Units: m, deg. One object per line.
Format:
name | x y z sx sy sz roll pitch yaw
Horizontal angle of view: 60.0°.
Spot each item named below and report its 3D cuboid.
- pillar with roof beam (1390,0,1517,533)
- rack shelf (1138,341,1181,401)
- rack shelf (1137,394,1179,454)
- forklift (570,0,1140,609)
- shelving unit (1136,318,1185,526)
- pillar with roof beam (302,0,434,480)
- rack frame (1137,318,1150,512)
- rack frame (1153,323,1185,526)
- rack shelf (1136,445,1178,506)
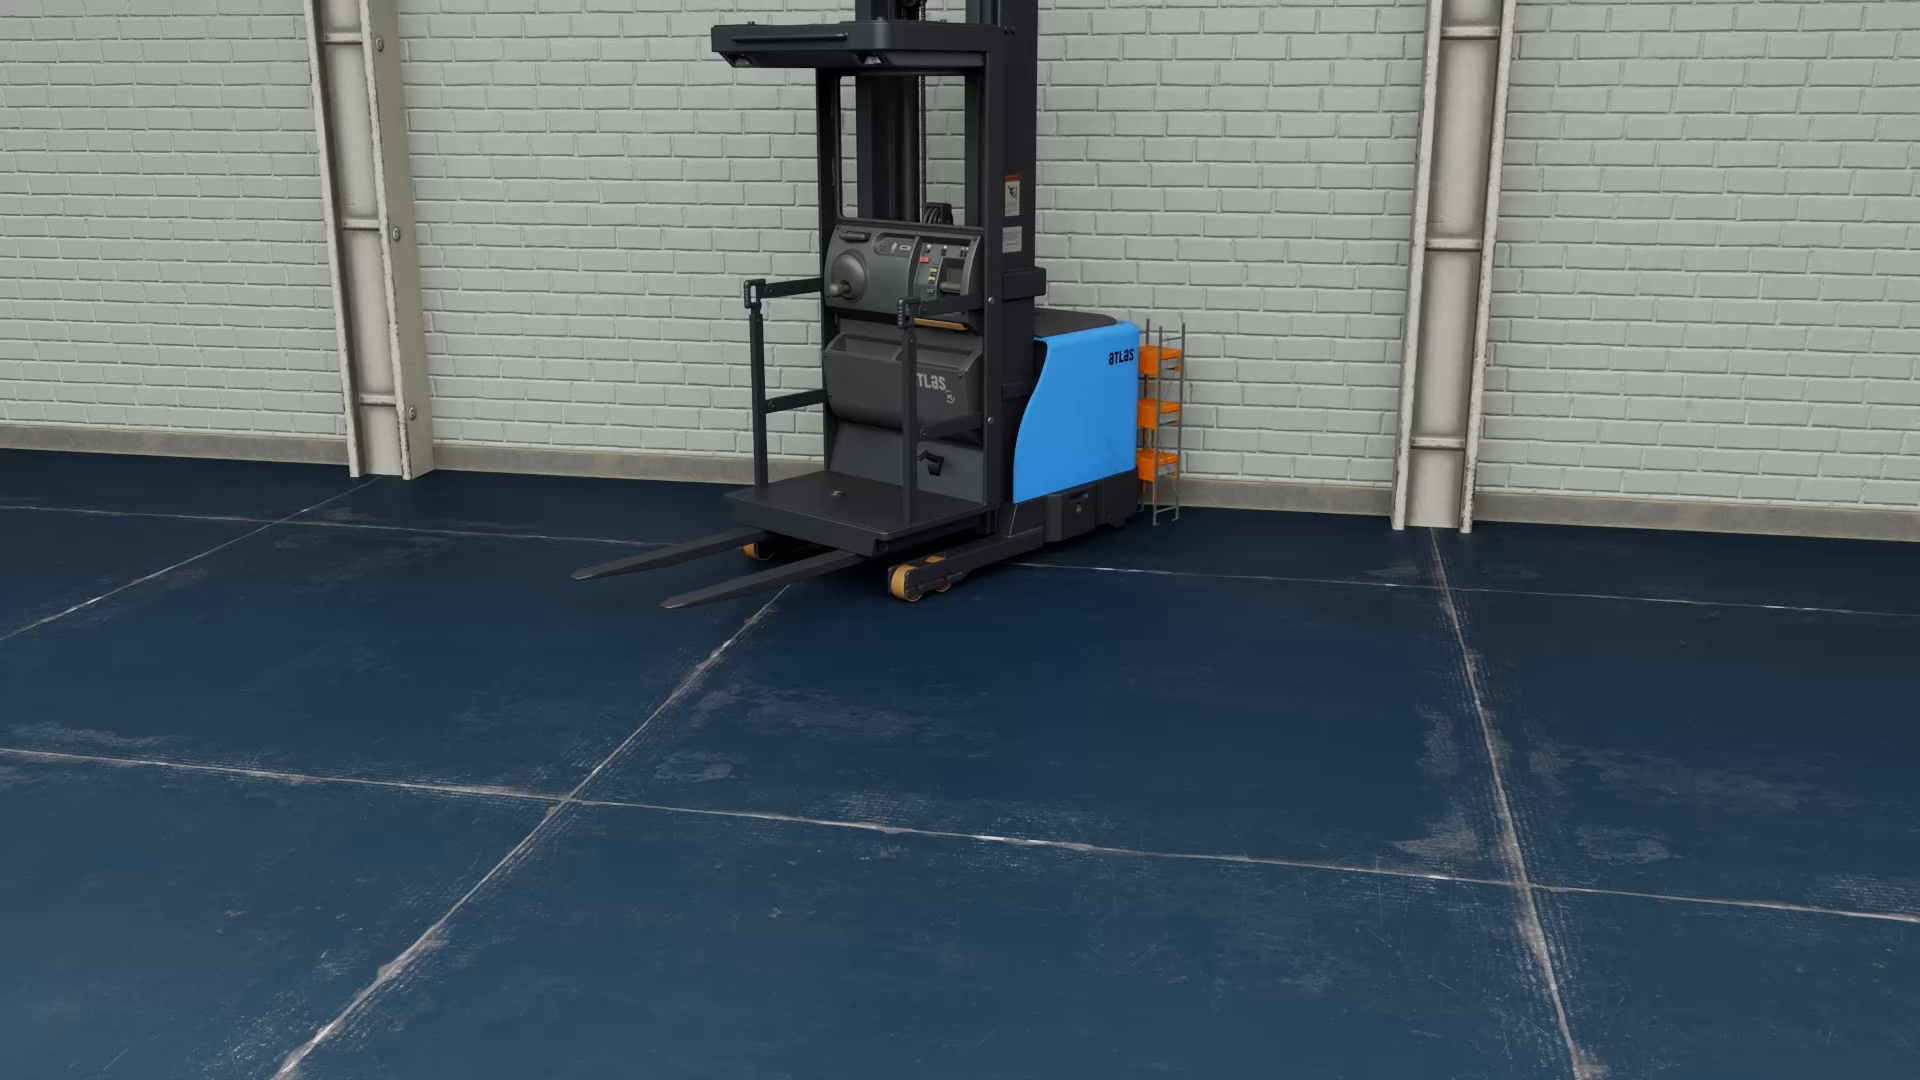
pillar with roof beam | 1.630 -3.297 3.539 0.400 9.000 9.100 3 16 11
rack shelf | 1.009 -0.886 8.702 0.215 0.259 0.240 -14 21 -41
rack shelf | 1.009 -0.613 8.777 0.215 0.259 0.240 -14 21 -41
forklift | -0.417 -1.286 7.646 1.130 2.935 3.031 13 20 40
shelving unit | 1.009 -0.623 8.775 0.215 1.050 0.252 -14 21 -41
pillar with roof beam | -4.249 -3.617 4.691 0.400 9.000 9.100 3 16 11
rack frame | 0.926 -0.647 8.861 0.200 1.050 0.008 -14 21 -41
rack frame | 1.092 -0.599 8.688 0.200 1.050 0.008 -14 21 -41
rack shelf | 1.009 -0.345 8.852 0.215 0.259 0.240 -14 21 -41
